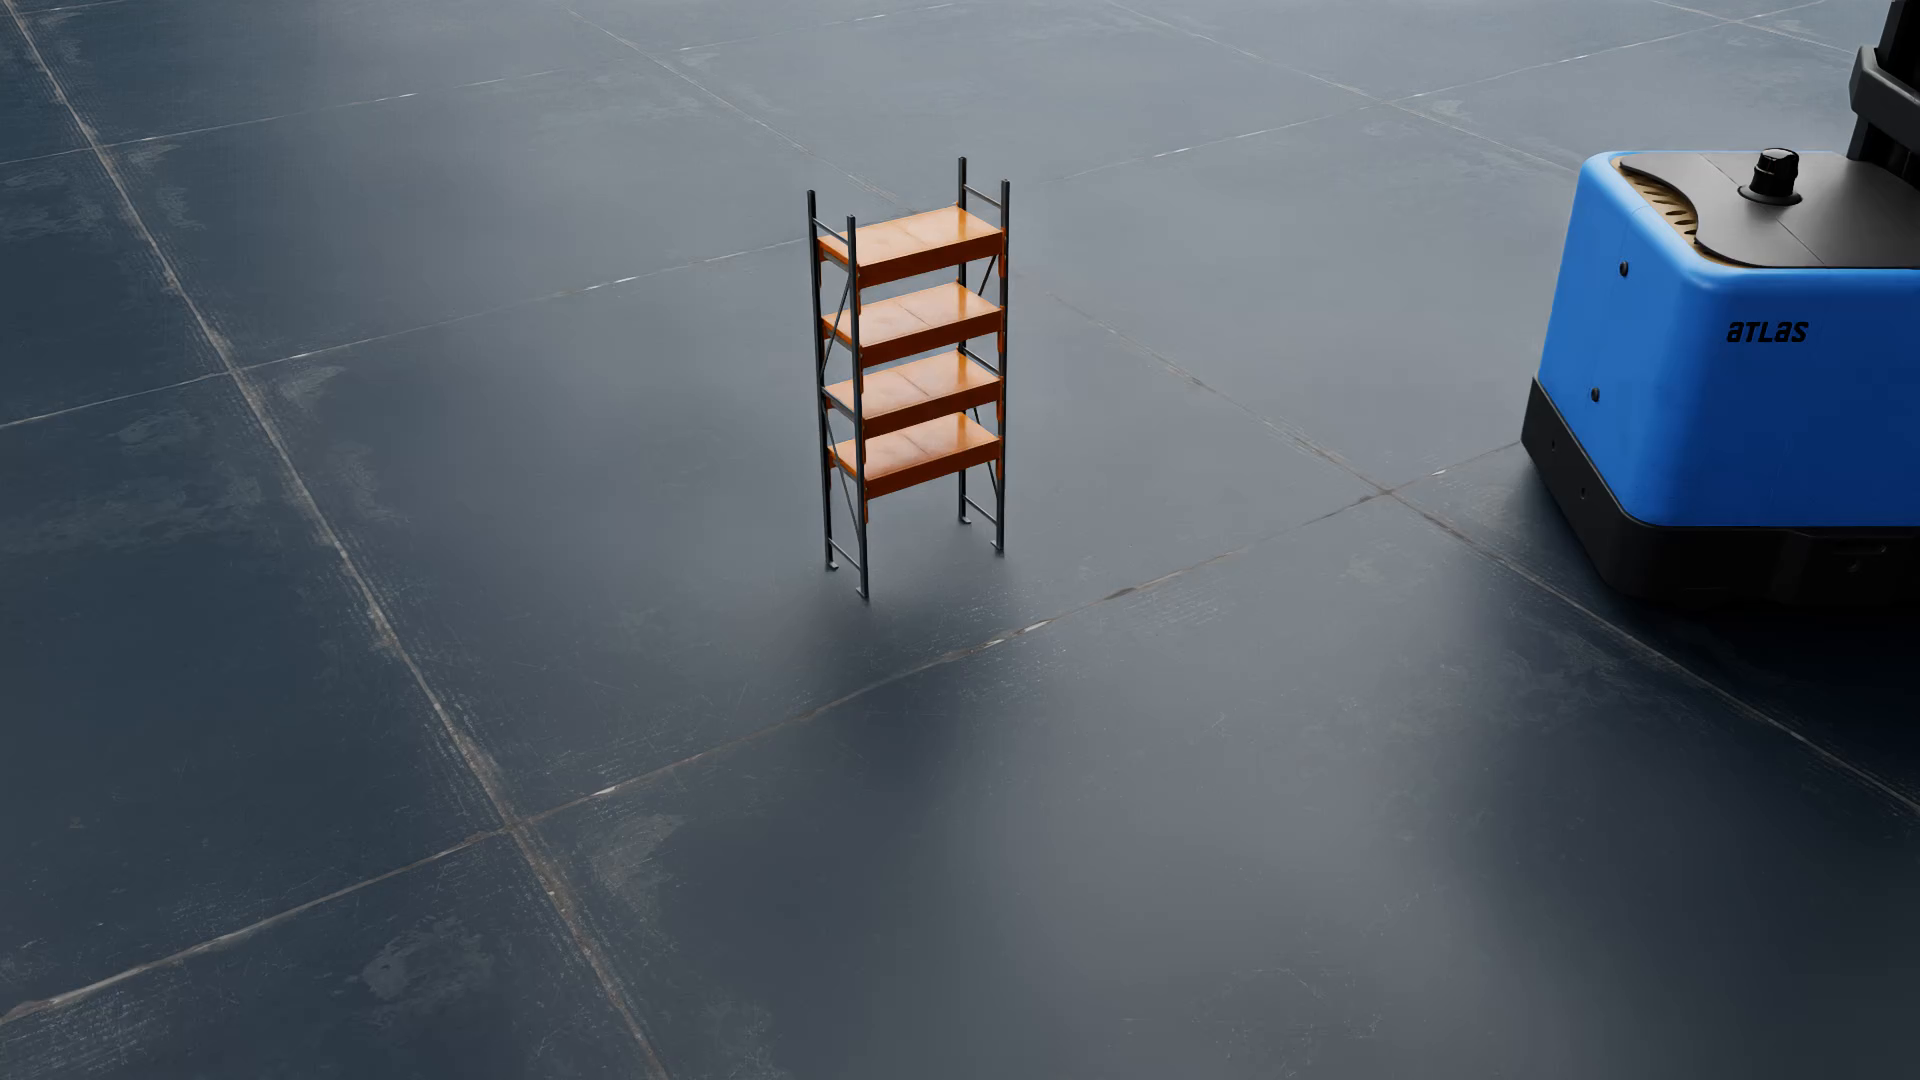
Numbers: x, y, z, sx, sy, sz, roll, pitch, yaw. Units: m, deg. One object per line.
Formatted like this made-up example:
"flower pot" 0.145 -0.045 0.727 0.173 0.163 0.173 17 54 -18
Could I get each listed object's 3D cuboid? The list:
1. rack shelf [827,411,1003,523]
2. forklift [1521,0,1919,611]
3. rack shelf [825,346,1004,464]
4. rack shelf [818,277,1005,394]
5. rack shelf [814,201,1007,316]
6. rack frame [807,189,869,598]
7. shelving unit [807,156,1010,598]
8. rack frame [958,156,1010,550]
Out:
"rack shelf" -0.139 -0.235 4.996 0.480 0.148 0.258 -19 37 -27
"forklift" 3.421 -1.288 4.544 3.031 2.935 1.130 0 32 0
"rack shelf" -0.139 -0.403 4.890 0.480 0.148 0.258 -19 37 -27
"rack shelf" -0.139 -0.592 4.771 0.480 0.148 0.258 -19 37 -27
"rack shelf" -0.139 -0.792 4.644 0.480 0.148 0.258 -19 37 -27
"rack frame" -0.344 -0.389 4.742 0.015 1.200 0.240 -19 37 -27
"shelving unit" -0.139 -0.460 4.854 0.503 1.200 0.258 -19 37 -27
"rack frame" 0.066 -0.530 4.966 0.015 1.200 0.240 -19 37 -27
